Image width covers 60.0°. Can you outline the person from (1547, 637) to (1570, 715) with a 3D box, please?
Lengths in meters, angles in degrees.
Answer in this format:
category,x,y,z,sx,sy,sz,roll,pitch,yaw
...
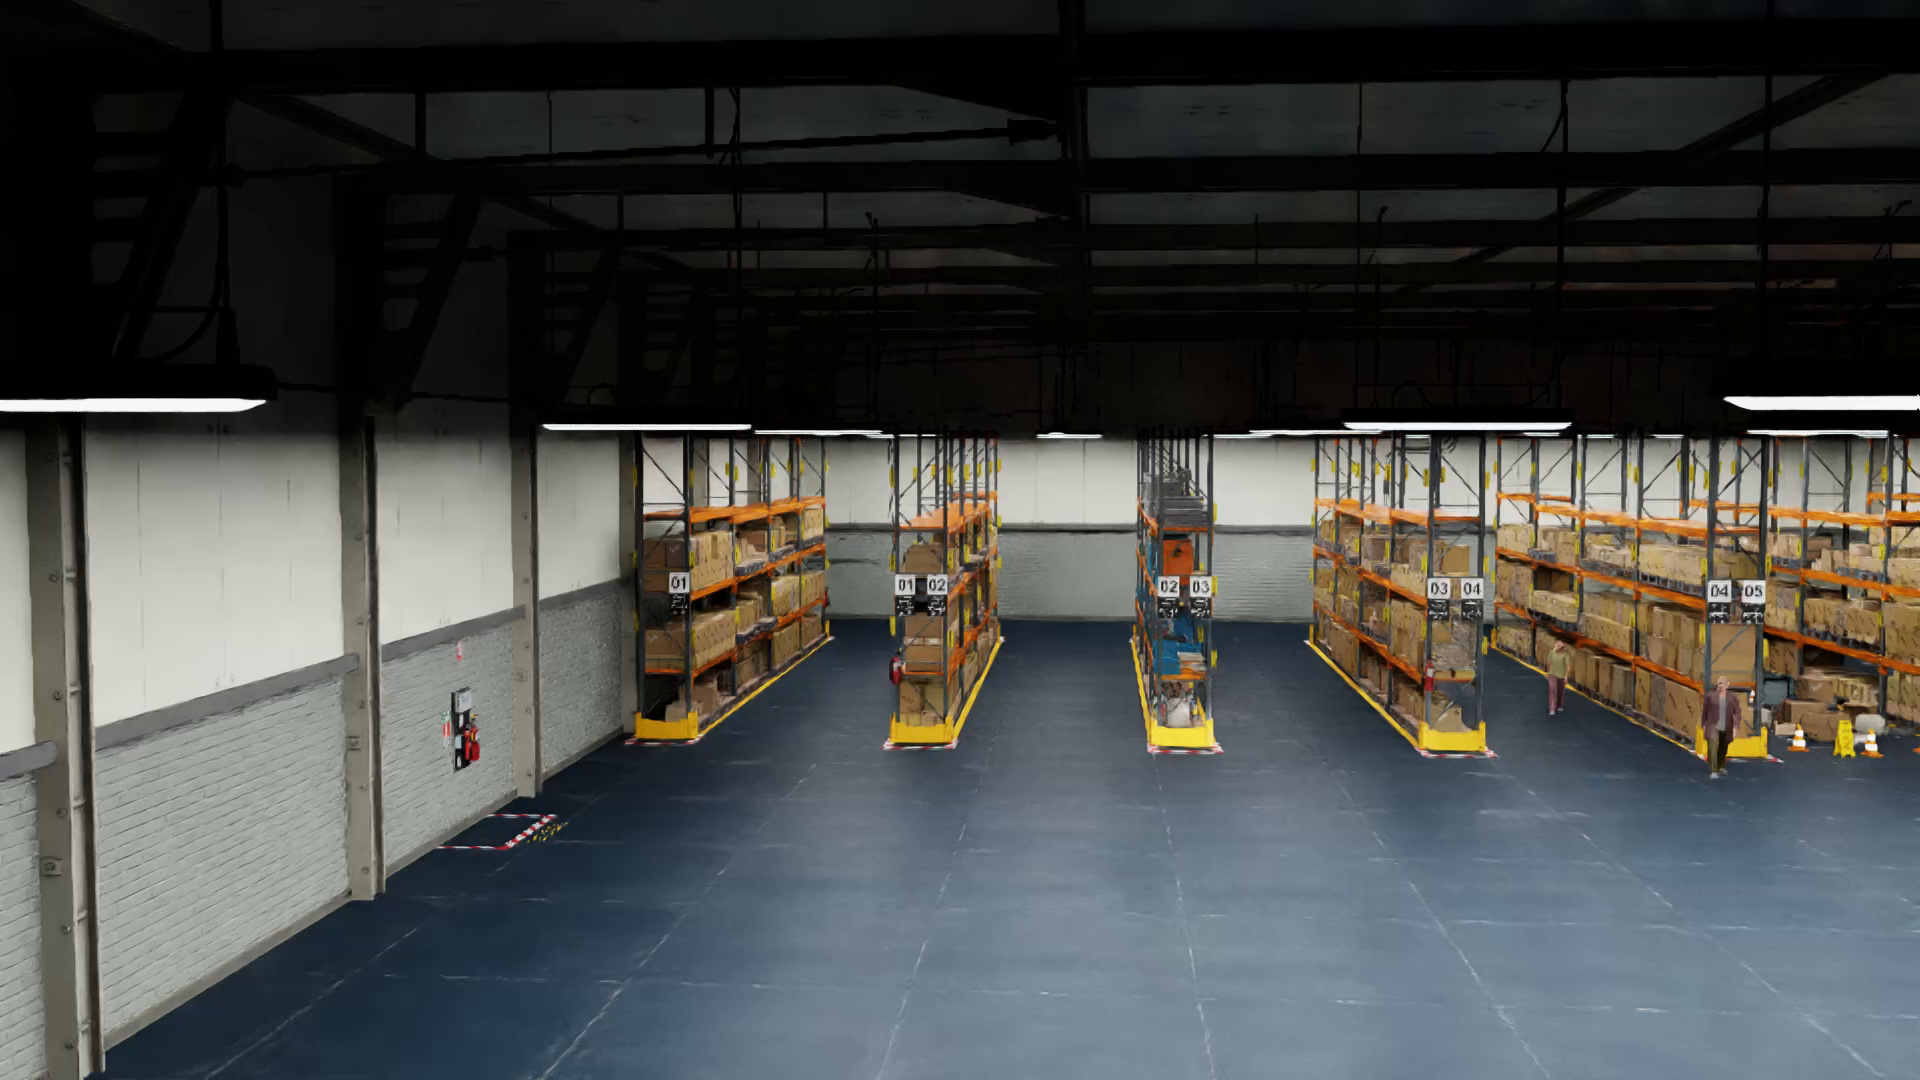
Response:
category,x,y,z,sx,sy,sz,roll,pitch,yaw
person,12.476,2.822,34.645,0.447,1.603,1.019,1,4,14

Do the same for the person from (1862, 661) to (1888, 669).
category,x,y,z,sx,sy,sz,roll,pitch,yaw
person,22.971,2.342,41.723,0.560,1.720,0.635,2,4,24

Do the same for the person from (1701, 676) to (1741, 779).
category,x,y,z,sx,sy,sz,roll,pitch,yaw
person,12.856,3.155,28.075,0.571,1.712,1.090,1,4,14
